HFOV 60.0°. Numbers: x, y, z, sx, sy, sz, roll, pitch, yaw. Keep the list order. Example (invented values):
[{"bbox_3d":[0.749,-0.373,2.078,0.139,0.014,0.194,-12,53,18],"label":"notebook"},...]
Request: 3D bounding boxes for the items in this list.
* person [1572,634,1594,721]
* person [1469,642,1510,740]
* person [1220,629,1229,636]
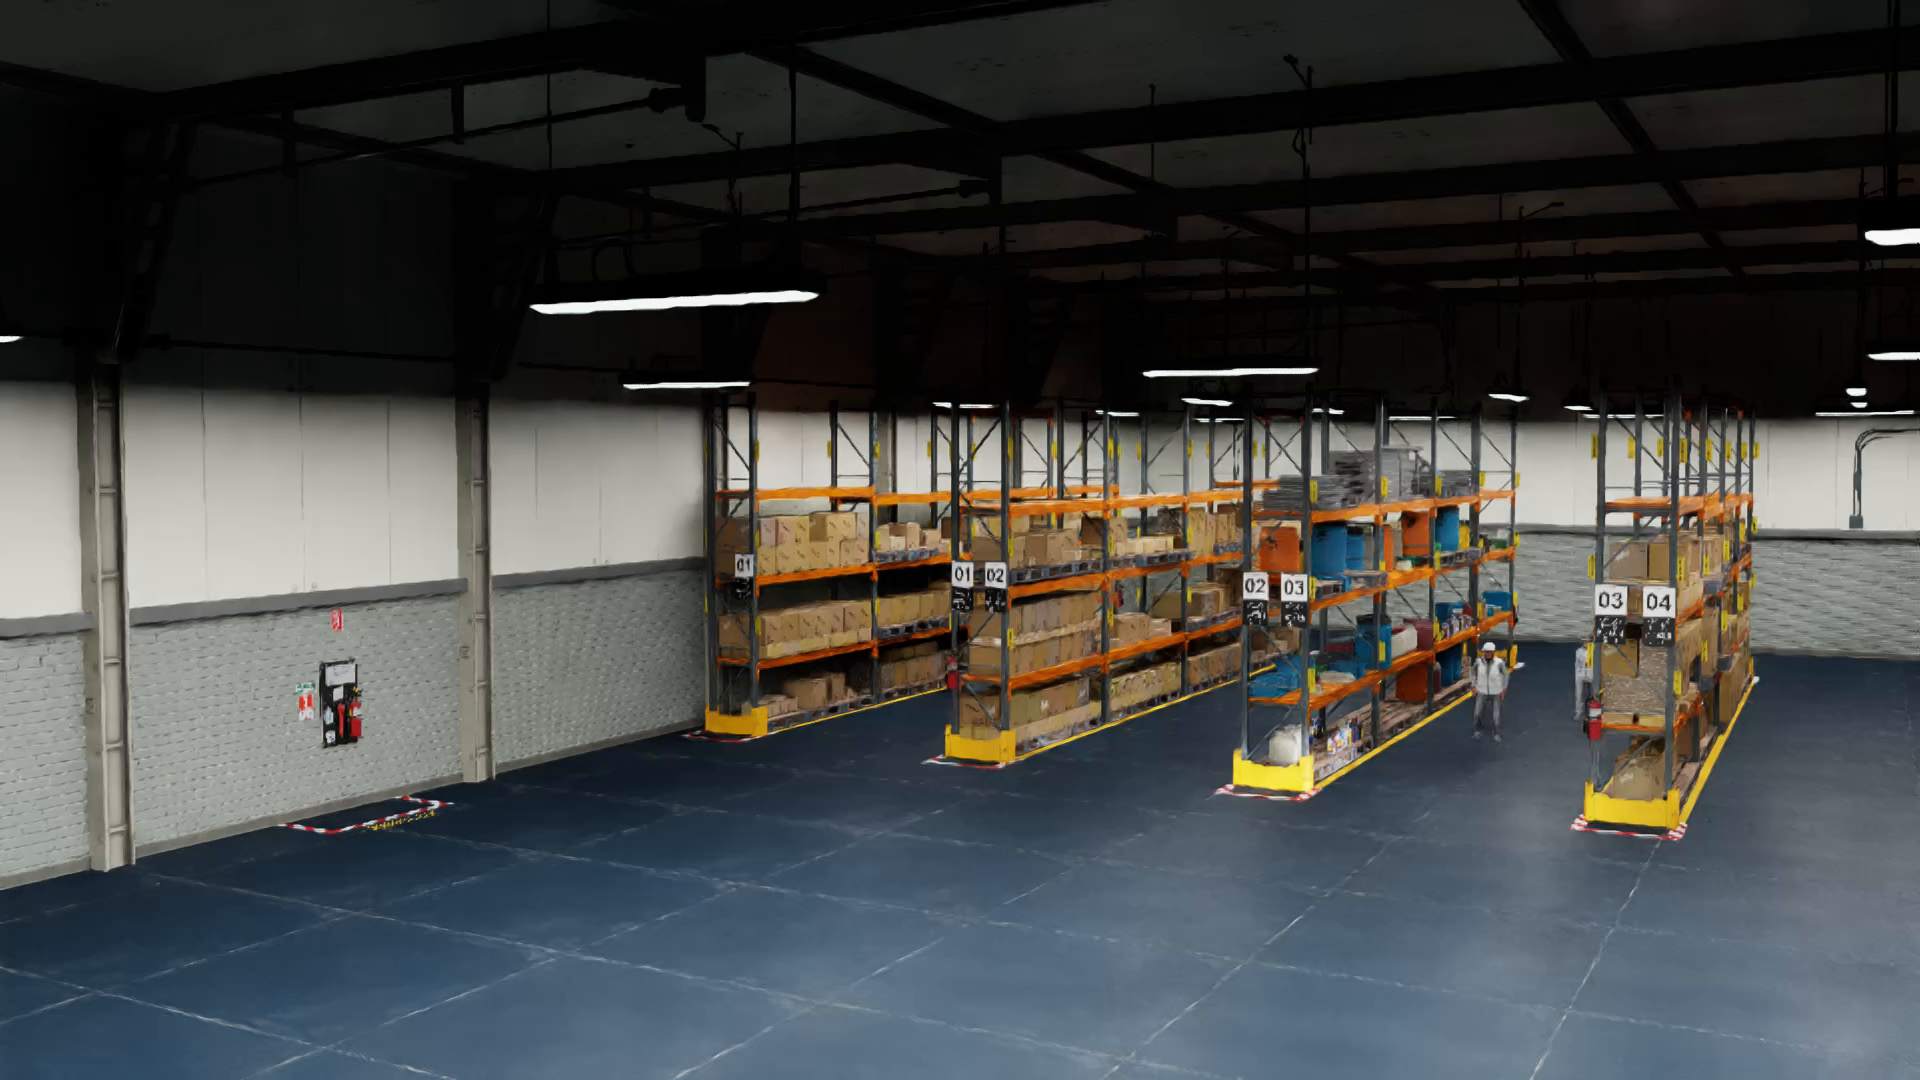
[{"bbox_3d":[11.616,2.525,30.768,0.488,1.590,1.079,2,3,26],"label":"person"},{"bbox_3d":[9.115,2.599,28.648,0.677,1.725,0.574,2,3,27],"label":"person"},{"bbox_3d":[6.660,1.938,41.829,0.360,1.718,0.517,1,3,12],"label":"person"}]
